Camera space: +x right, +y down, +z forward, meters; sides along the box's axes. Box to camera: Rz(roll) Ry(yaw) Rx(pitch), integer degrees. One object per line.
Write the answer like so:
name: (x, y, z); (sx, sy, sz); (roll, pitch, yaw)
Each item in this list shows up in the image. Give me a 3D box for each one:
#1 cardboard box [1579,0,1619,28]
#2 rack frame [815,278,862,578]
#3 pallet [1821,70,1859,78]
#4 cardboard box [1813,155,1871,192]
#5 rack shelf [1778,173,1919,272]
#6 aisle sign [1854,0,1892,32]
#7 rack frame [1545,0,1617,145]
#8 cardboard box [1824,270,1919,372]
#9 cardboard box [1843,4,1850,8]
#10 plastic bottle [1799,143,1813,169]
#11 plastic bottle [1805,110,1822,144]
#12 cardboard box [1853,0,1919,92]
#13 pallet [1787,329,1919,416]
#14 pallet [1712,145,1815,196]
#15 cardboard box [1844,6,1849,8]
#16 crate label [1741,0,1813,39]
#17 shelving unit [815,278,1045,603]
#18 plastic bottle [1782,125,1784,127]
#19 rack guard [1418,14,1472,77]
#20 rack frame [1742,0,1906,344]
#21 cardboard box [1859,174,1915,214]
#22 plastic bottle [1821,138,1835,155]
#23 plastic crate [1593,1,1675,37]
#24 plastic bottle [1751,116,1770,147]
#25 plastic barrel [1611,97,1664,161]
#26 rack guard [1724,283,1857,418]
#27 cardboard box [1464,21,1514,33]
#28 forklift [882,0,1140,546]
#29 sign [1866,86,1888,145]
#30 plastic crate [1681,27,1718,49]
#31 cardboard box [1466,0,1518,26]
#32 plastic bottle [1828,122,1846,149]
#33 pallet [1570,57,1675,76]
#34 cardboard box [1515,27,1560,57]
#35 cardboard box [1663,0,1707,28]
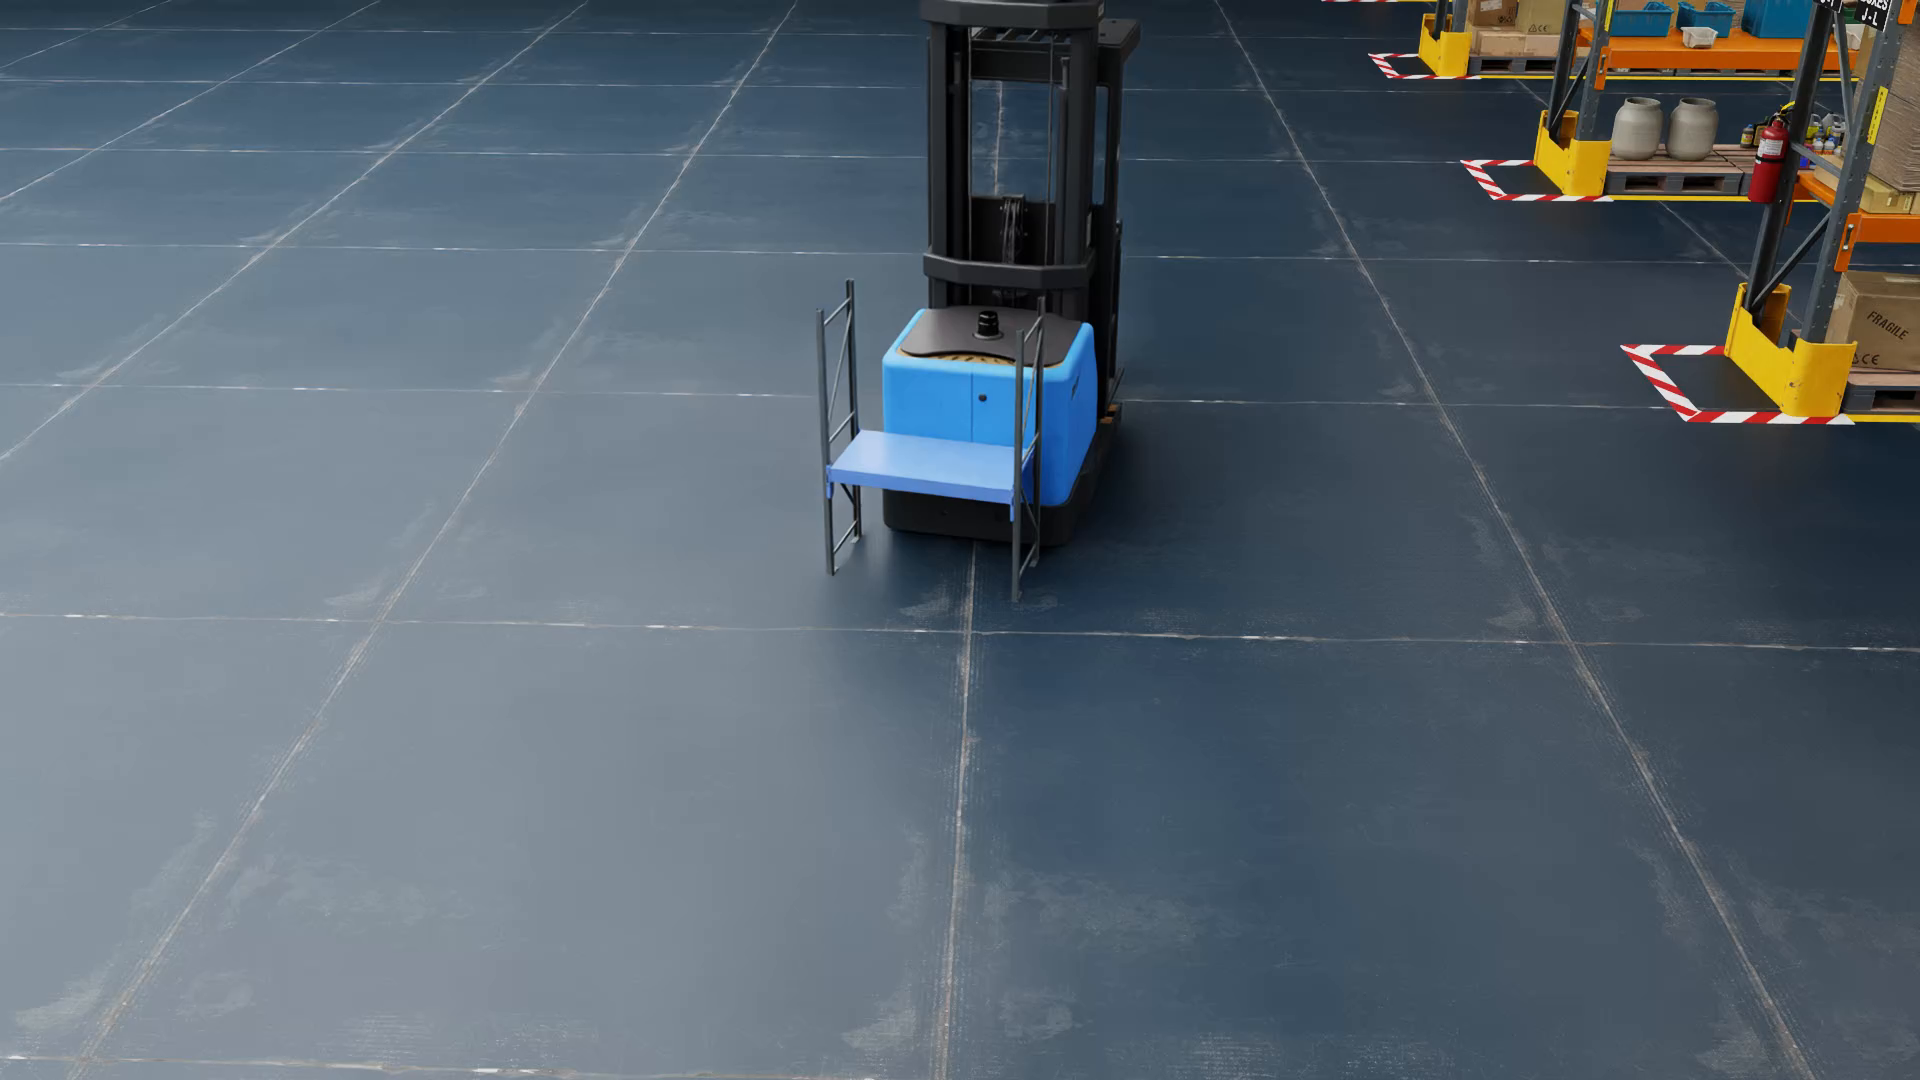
cardboard box: (7.349, -6.210, 19.449); (0.500, 0.500, 0.500); (1, 28, 2)
rack frame: (-0.631, -0.576, 8.735); (0.032, 1.500, 0.500); (7, 29, 14)
pallet: (10.556, -5.739, 19.850); (1.213, 0.211, 1.003); (1, 28, 2)
cardboard box: (5.760, -2.375, 10.796); (0.250, 0.149, 0.380); (1, 28, 2)
rack shelf: (7.466, -2.043, 10.670); (4.000, 0.370, 1.077); (1, 28, 2)
aisle sign: (5.395, -3.403, 9.692); (0.004, 0.787, 0.394); (1, 28, 2)
rack frame: (5.643, -4.712, 14.937); (0.127, 3.000, 1.000); (1, 28, 2)
cardboard box: (6.091, -1.457, 11.016); (0.500, 0.500, 0.500); (6, 29, 11)
cardboard box: (10.233, -6.311, 19.841); (0.500, 0.311, 0.500); (1, 28, 2)
plastic bottle: (7.669, -3.518, 15.115); (0.133, 0.283, 0.061); (1, 28, 3)
plastic bottle: (8.049, -3.891, 15.746); (0.185, 0.351, 0.144); (2, 28, 4)
cardboard box: (6.026, -3.118, 10.437); (0.500, 0.500, 0.500); (1, 28, 2)
pallet: (6.354, -1.131, 11.158); (1.213, 0.211, 1.003); (1, 28, 2)
pallet: (7.748, -3.464, 15.559); (1.213, 0.211, 1.003); (1, 28, 2)
cardboard box: (10.223, -6.060, 19.367); (0.500, 0.311, 0.500); (1, 28, 2)
crate label: (7.491, -4.824, 15.110); (0.616, 0.435, 0.502); (1, 28, 2)
shelving unit: (-0.141, -0.512, 8.614); (1.048, 1.500, 0.538); (7, 29, 14)
plastic bottle: (7.741, -3.815, 15.674); (0.133, 0.283, 0.061); (1, 28, 2)
rack guard: (5.797, -5.927, 19.897); (0.348, 0.500, 1.175); (1, 28, 2)
rack frame: (5.468, -2.394, 10.563); (0.127, 3.000, 1.000); (1, 28, 2)
cardboard box: (5.744, -2.167, 10.403); (0.250, 0.149, 0.380); (1, 28, 2)
plastic bottle: (7.886, -3.518, 15.127); (0.097, 0.271, 0.097); (0, 28, 0)
plastic crate: (6.153, -4.778, 15.220); (0.616, 0.251, 0.499); (1, 28, 2)
plastic bottle: (7.611, -3.888, 15.812); (0.133, 0.283, 0.061); (2, 28, 3)
plastic barrel: (6.303, -3.824, 15.468); (0.421, 0.512, 0.421); (0, 28, 0)
rack guard: (5.544, -1.288, 11.147); (0.348, 0.500, 1.175); (1, 28, 2)
cardboard box: (6.367, -6.131, 20.100); (0.500, 0.250, 0.500); (1, 28, 2)
forklift: (0.410, -1.933, 9.768); (1.130, 2.935, 3.031); (6, 29, 12)
sign: (5.449, -2.523, 9.882); (0.005, 0.325, 0.100); (1, 28, 2)
plastic crate: (6.525, -4.430, 14.687); (0.250, 0.136, 0.298); (1, 28, 2)
cardboard box: (6.367, -6.463, 19.926); (0.500, 0.500, 0.500); (1, 28, 2)
plastic bottle: (8.254, -3.785, 15.626); (0.135, 0.276, 0.152); (1, 28, 2)
pallet: (7.803, -5.784, 19.936); (1.213, 0.211, 1.003); (1, 28, 2)
cardboard box: (6.849, -5.882, 19.631); (0.500, 0.250, 0.500); (1, 28, 2)
cardboard box: (8.348, -6.192, 19.415); (0.500, 0.500, 0.500); (1, 28, 2)
